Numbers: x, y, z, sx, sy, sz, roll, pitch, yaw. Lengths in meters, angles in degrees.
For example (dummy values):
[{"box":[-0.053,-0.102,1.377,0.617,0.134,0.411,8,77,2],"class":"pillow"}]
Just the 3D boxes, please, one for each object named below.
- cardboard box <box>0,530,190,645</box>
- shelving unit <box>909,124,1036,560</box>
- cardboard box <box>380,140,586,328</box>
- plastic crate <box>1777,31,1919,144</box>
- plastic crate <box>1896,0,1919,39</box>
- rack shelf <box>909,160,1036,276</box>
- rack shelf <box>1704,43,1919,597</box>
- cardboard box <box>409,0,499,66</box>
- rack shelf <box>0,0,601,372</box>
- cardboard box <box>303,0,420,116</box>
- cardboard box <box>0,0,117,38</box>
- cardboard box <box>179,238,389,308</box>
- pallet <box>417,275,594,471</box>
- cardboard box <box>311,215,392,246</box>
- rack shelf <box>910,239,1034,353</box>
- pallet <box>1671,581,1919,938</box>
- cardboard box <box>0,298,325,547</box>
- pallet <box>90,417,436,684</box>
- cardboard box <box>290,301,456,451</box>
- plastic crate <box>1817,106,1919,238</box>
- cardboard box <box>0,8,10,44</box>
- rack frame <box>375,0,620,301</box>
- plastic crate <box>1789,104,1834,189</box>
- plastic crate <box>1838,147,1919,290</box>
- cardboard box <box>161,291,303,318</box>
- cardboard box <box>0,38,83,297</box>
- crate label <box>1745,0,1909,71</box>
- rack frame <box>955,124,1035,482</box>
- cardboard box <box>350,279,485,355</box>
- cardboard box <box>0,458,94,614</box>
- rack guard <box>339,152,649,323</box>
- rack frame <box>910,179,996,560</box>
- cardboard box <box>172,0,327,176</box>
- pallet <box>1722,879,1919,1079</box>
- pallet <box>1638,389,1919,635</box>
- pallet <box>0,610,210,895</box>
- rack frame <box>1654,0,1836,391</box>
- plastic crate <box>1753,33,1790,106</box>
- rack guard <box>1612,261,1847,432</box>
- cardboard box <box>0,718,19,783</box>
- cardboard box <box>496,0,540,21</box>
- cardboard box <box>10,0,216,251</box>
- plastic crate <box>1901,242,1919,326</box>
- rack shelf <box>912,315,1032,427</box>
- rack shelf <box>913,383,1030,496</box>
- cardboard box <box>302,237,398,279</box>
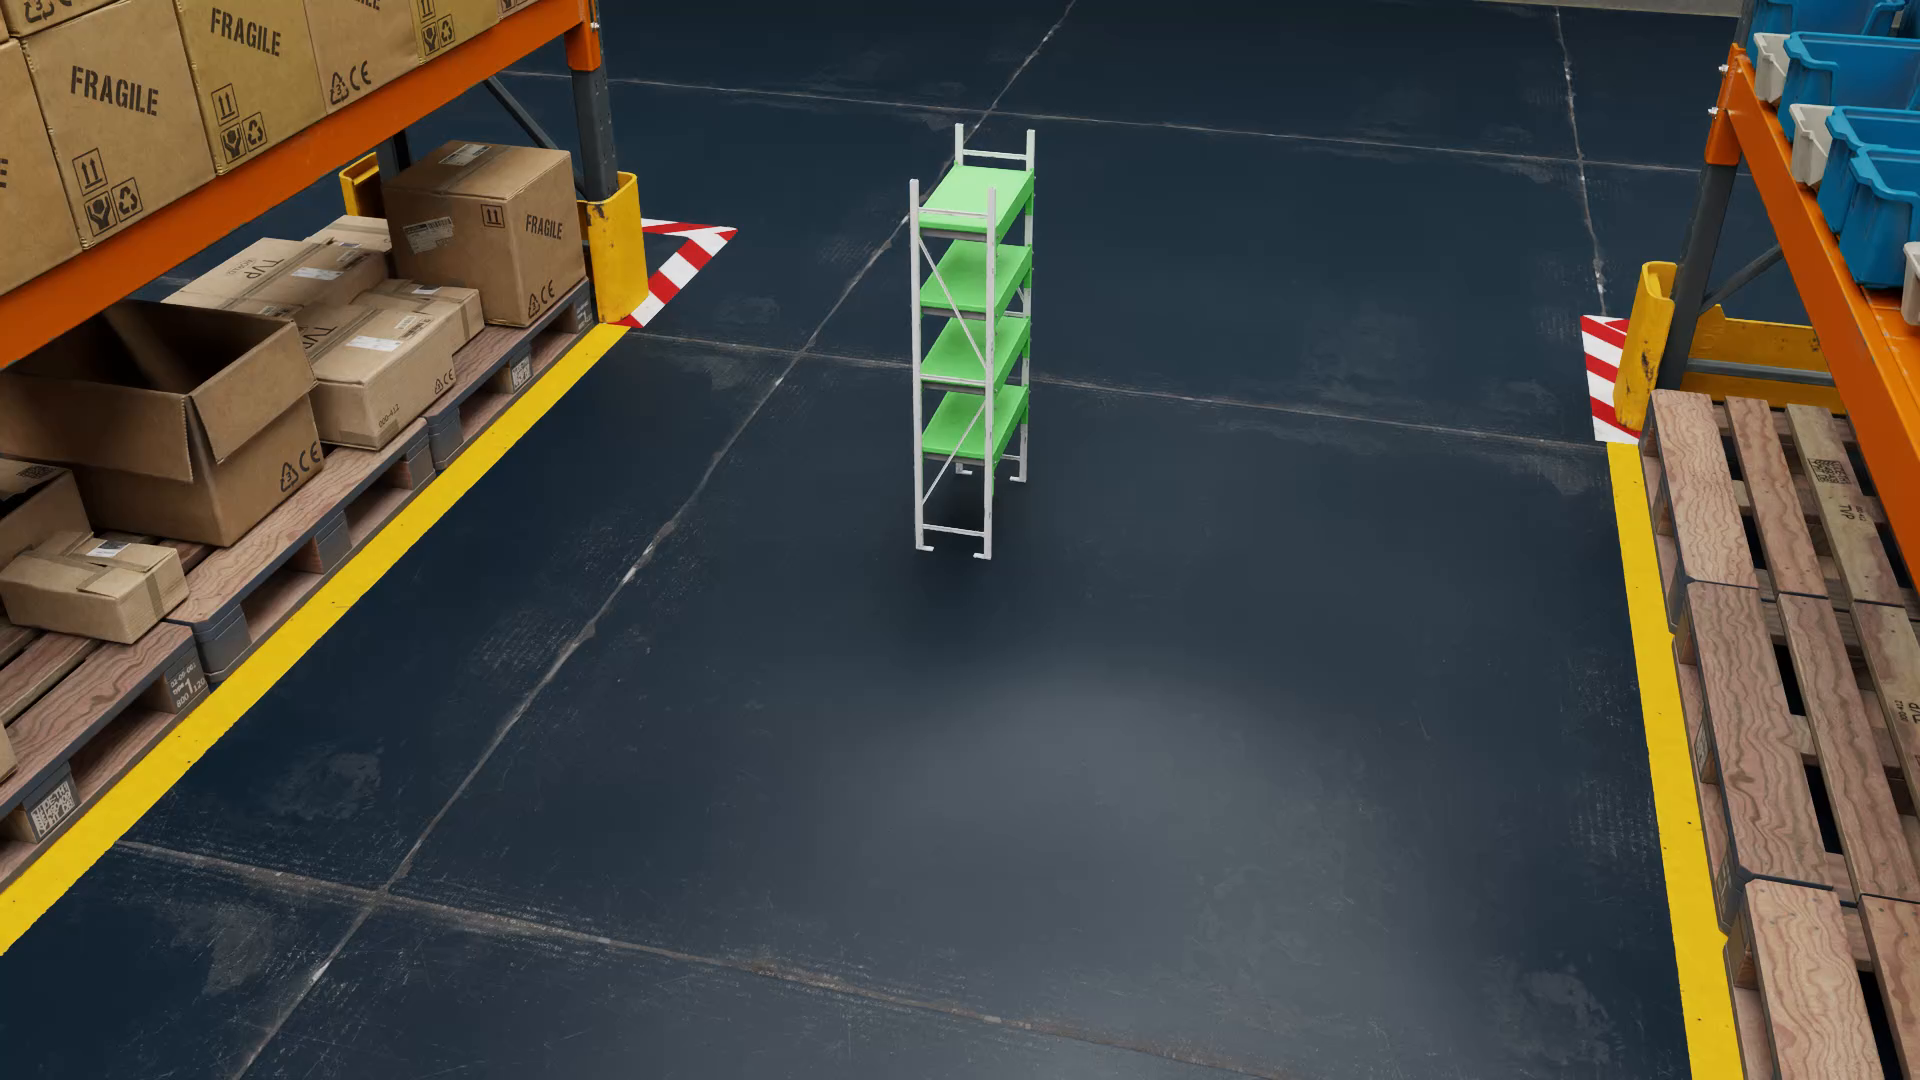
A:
[{"box":[-2.343,0.119,4.498,0.380,0.166,0.250,8,33,12],"class":"cardboard box"},{"box":[0.042,-0.592,5.063,0.258,1.200,0.503,8,33,12],"class":"shelving unit"},{"box":[-1.753,-1.143,6.172,0.500,0.500,0.500,8,33,12],"class":"cardboard box"},{"box":[2.388,-1.181,4.413,0.416,0.233,0.300,8,33,12],"class":"plastic crate"},{"box":[3.032,-1.493,4.713,0.616,0.435,0.499,8,33,12],"class":"plastic crate"},{"box":[0.042,-0.943,4.840,0.258,0.148,0.480,8,33,12],"class":"rack shelf"},{"box":[2.429,-0.310,3.613,1.077,0.370,4.000,8,33,12],"class":"rack shelf"},{"box":[-1.832,-1.831,5.241,0.500,0.500,0.500,8,33,13],"class":"cardboard box"},{"box":[-2.361,-0.987,4.677,1.077,0.370,4.000,8,33,12],"class":"rack shelf"},{"box":[-1.964,-1.573,4.835,0.500,0.500,0.500,8,33,13],"class":"cardboard box"},{"box":[-2.216,-1.457,3.721,0.500,0.500,0.500,7,33,11],"class":"cardboard box"},{"box":[-2.393,-0.850,5.945,0.500,0.250,0.500,8,33,12],"class":"cardboard box"},{"box":[-2.074,-0.698,6.151,1.003,0.211,1.213,8,33,12],"class":"pallet"},{"box":[-2.292,-1.140,6.495,0.380,0.149,0.250,8,33,12],"class":"cardboard box"},{"box":[0.042,-0.741,4.969,0.258,0.148,0.480,8,33,12],"class":"rack shelf"},{"box":[2.378,0.579,4.143,1.003,0.211,1.213,8,33,12],"class":"pallet"},{"box":[-2.397,-0.360,4.937,0.797,0.503,0.637,8,33,12],"class":"cardboard box"},{"box":[-2.386,-0.067,5.159,1.003,0.211,1.213,8,33,12],"class":"pallet"},{"box":[-2.024,-0.549,5.470,0.500,0.250,0.500,8,33,12],"class":"cardboard box"},{"box":[2.221,-0.840,3.875,0.416,0.233,0.300,8,33,12],"class":"plastic crate"},{"box":[-2.347,-1.190,3.302,0.500,0.500,0.500,7,33,11],"class":"cardboard box"},{"box":[-1.854,-2.328,6.116,1.000,3.000,0.127,8,33,12],"class":"rack frame"},{"box":[2.222,-0.975,4.178,0.250,0.136,0.298,8,33,12],"class":"plastic crate"},{"box":[2.145,-0.684,3.630,0.416,0.233,0.300,8,33,12],"class":"plastic crate"},{"box":[-2.520,-0.591,5.536,0.500,0.250,0.500,8,33,12],"class":"cardboard box"},{"box":[-2.349,-0.788,3.600,0.500,0.500,0.500,9,33,13],"class":"cardboard box"},{"box":[2.555,-1.523,4.950,0.416,0.233,0.303,8,33,12],"class":"crate label"},{"box":[0.104,-0.719,5.262,0.240,1.200,0.015,8,33,12],"class":"rack frame"},{"box":[-1.943,-0.804,5.950,0.380,0.166,0.250,8,33,12],"class":"cardboard box"},{"box":[-2.808,-0.027,4.592,0.500,0.311,0.500,8,33,12],"class":"cardboard box"},{"box":[-1.873,-1.234,6.725,1.175,0.500,0.348,8,33,12],"class":"rack guard"},{"box":[-0.020,-0.466,4.864,0.240,1.200,0.015,8,33,12],"class":"rack frame"},{"box":[-2.092,-1.311,4.424,0.500,0.500,0.500,8,33,12],"class":"cardboard box"},{"box":[2.071,1.214,3.144,1.003,0.211,1.213,8,33,12],"class":"pallet"},{"box":[2.690,-0.052,5.135,1.003,0.211,1.213,8,33,12],"class":"pallet"},{"box":[-2.694,0.568,4.160,1.003,0.211,1.213,8,33,12],"class":"pallet"},{"box":[2.937,-1.652,5.052,1.000,3.000,0.127,8,33,12],"class":"rack frame"},{"box":[2.394,-1.327,4.732,0.250,0.136,0.298,8,33,12],"class":"plastic crate"},{"box":[2.930,-0.611,5.745,1.175,0.500,0.348,8,33,12],"class":"rack guard"},{"box":[-2.553,0.508,3.751,0.500,0.311,0.500,8,33,12],"class":"cardboard box"},{"box":[-1.704,-2.101,5.665,0.500,0.500,0.500,9,34,14],"class":"cardboard box"},{"box":[-2.220,-1.047,4.008,0.500,0.500,0.500,8,33,12],"class":"cardboard box"},{"box":[2.073,-0.435,3.328,0.293,0.136,0.466,8,33,12],"class":"plastic crate"},{"box":[0.042,-0.538,5.098,0.258,0.148,0.480,8,33,12],"class":"rack shelf"},{"box":[0.042,-0.336,5.226,0.258,0.148,0.480,8,33,12],"class":"rack shelf"},{"box":[-2.356,-1.018,6.286,0.380,0.166,0.250,8,33,12],"class":"cardboard box"}]
